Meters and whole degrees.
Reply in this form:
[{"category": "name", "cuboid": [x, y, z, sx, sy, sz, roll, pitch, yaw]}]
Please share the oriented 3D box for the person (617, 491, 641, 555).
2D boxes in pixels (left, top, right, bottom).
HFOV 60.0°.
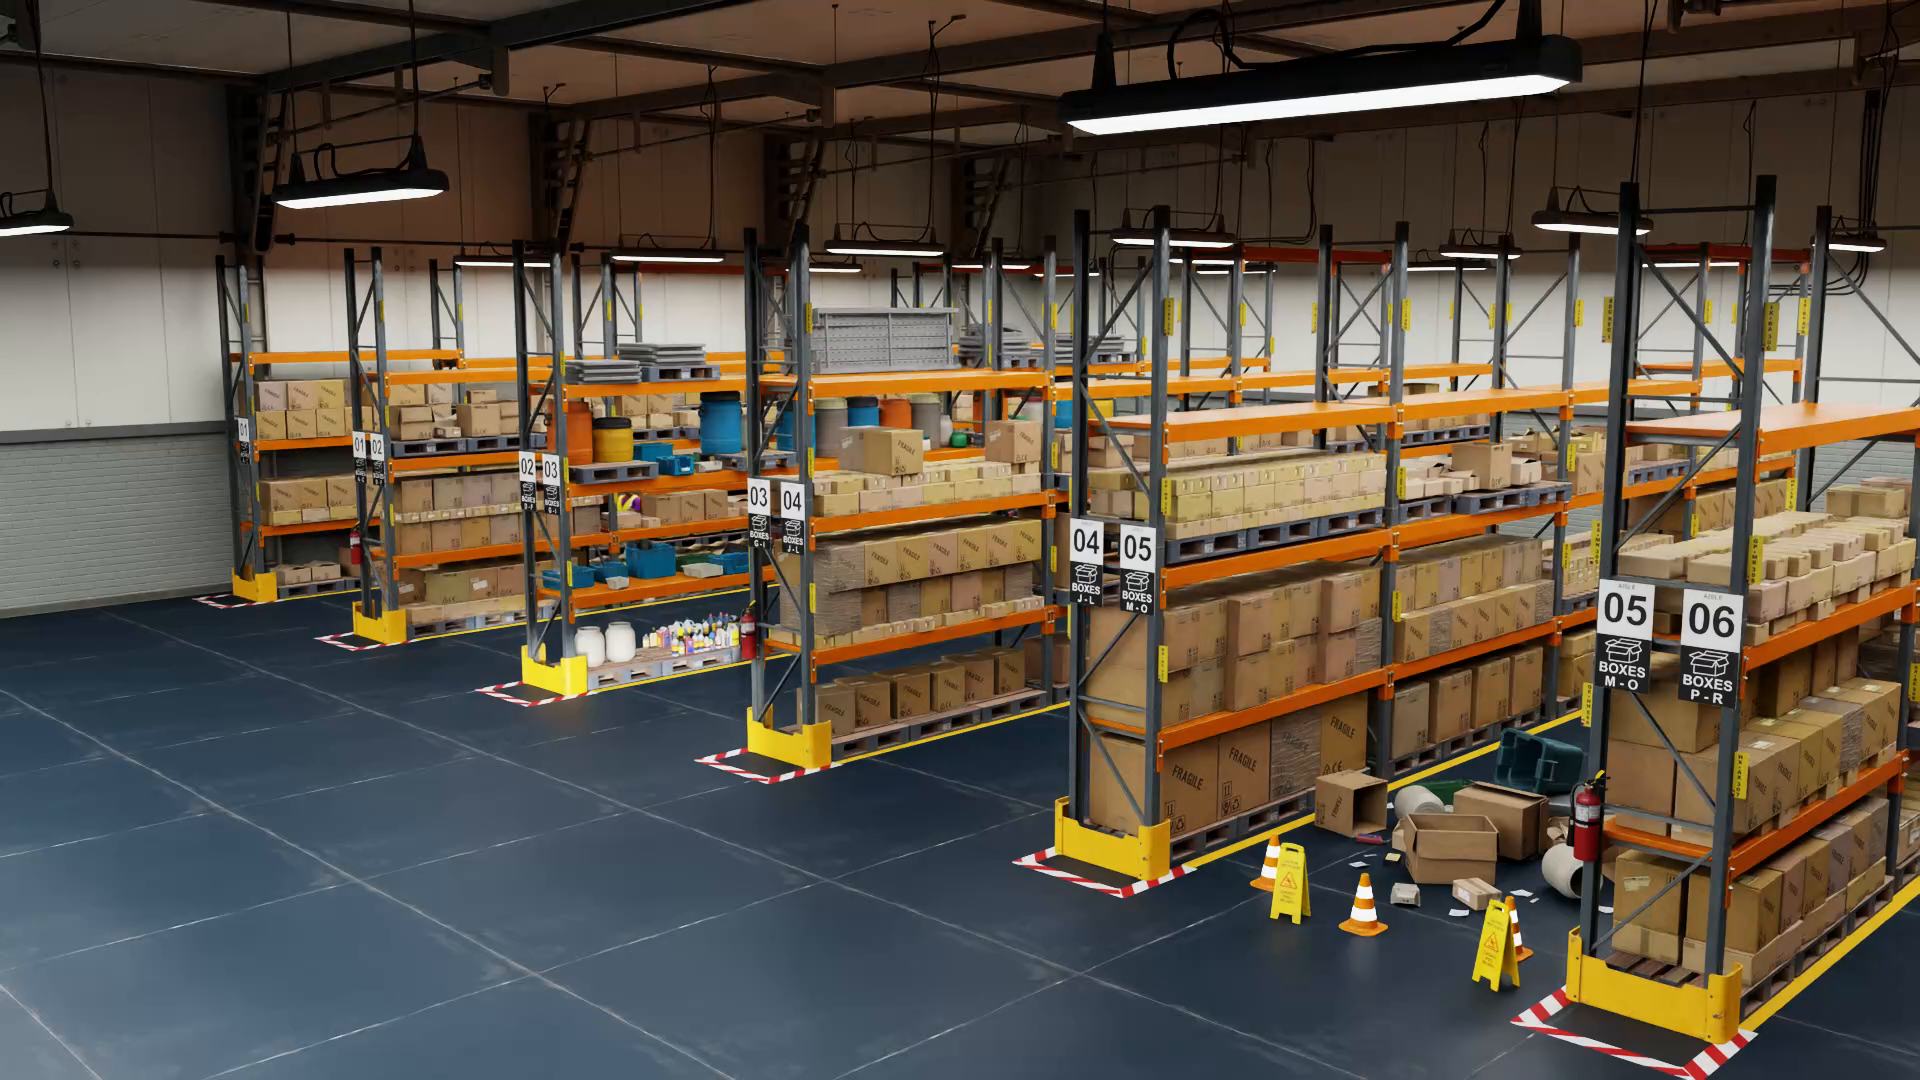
[{"category": "person", "cuboid": [-6.544, -0.261, 32.272, 0.599, 1.753, 0.782, 3, 9, 22]}]
